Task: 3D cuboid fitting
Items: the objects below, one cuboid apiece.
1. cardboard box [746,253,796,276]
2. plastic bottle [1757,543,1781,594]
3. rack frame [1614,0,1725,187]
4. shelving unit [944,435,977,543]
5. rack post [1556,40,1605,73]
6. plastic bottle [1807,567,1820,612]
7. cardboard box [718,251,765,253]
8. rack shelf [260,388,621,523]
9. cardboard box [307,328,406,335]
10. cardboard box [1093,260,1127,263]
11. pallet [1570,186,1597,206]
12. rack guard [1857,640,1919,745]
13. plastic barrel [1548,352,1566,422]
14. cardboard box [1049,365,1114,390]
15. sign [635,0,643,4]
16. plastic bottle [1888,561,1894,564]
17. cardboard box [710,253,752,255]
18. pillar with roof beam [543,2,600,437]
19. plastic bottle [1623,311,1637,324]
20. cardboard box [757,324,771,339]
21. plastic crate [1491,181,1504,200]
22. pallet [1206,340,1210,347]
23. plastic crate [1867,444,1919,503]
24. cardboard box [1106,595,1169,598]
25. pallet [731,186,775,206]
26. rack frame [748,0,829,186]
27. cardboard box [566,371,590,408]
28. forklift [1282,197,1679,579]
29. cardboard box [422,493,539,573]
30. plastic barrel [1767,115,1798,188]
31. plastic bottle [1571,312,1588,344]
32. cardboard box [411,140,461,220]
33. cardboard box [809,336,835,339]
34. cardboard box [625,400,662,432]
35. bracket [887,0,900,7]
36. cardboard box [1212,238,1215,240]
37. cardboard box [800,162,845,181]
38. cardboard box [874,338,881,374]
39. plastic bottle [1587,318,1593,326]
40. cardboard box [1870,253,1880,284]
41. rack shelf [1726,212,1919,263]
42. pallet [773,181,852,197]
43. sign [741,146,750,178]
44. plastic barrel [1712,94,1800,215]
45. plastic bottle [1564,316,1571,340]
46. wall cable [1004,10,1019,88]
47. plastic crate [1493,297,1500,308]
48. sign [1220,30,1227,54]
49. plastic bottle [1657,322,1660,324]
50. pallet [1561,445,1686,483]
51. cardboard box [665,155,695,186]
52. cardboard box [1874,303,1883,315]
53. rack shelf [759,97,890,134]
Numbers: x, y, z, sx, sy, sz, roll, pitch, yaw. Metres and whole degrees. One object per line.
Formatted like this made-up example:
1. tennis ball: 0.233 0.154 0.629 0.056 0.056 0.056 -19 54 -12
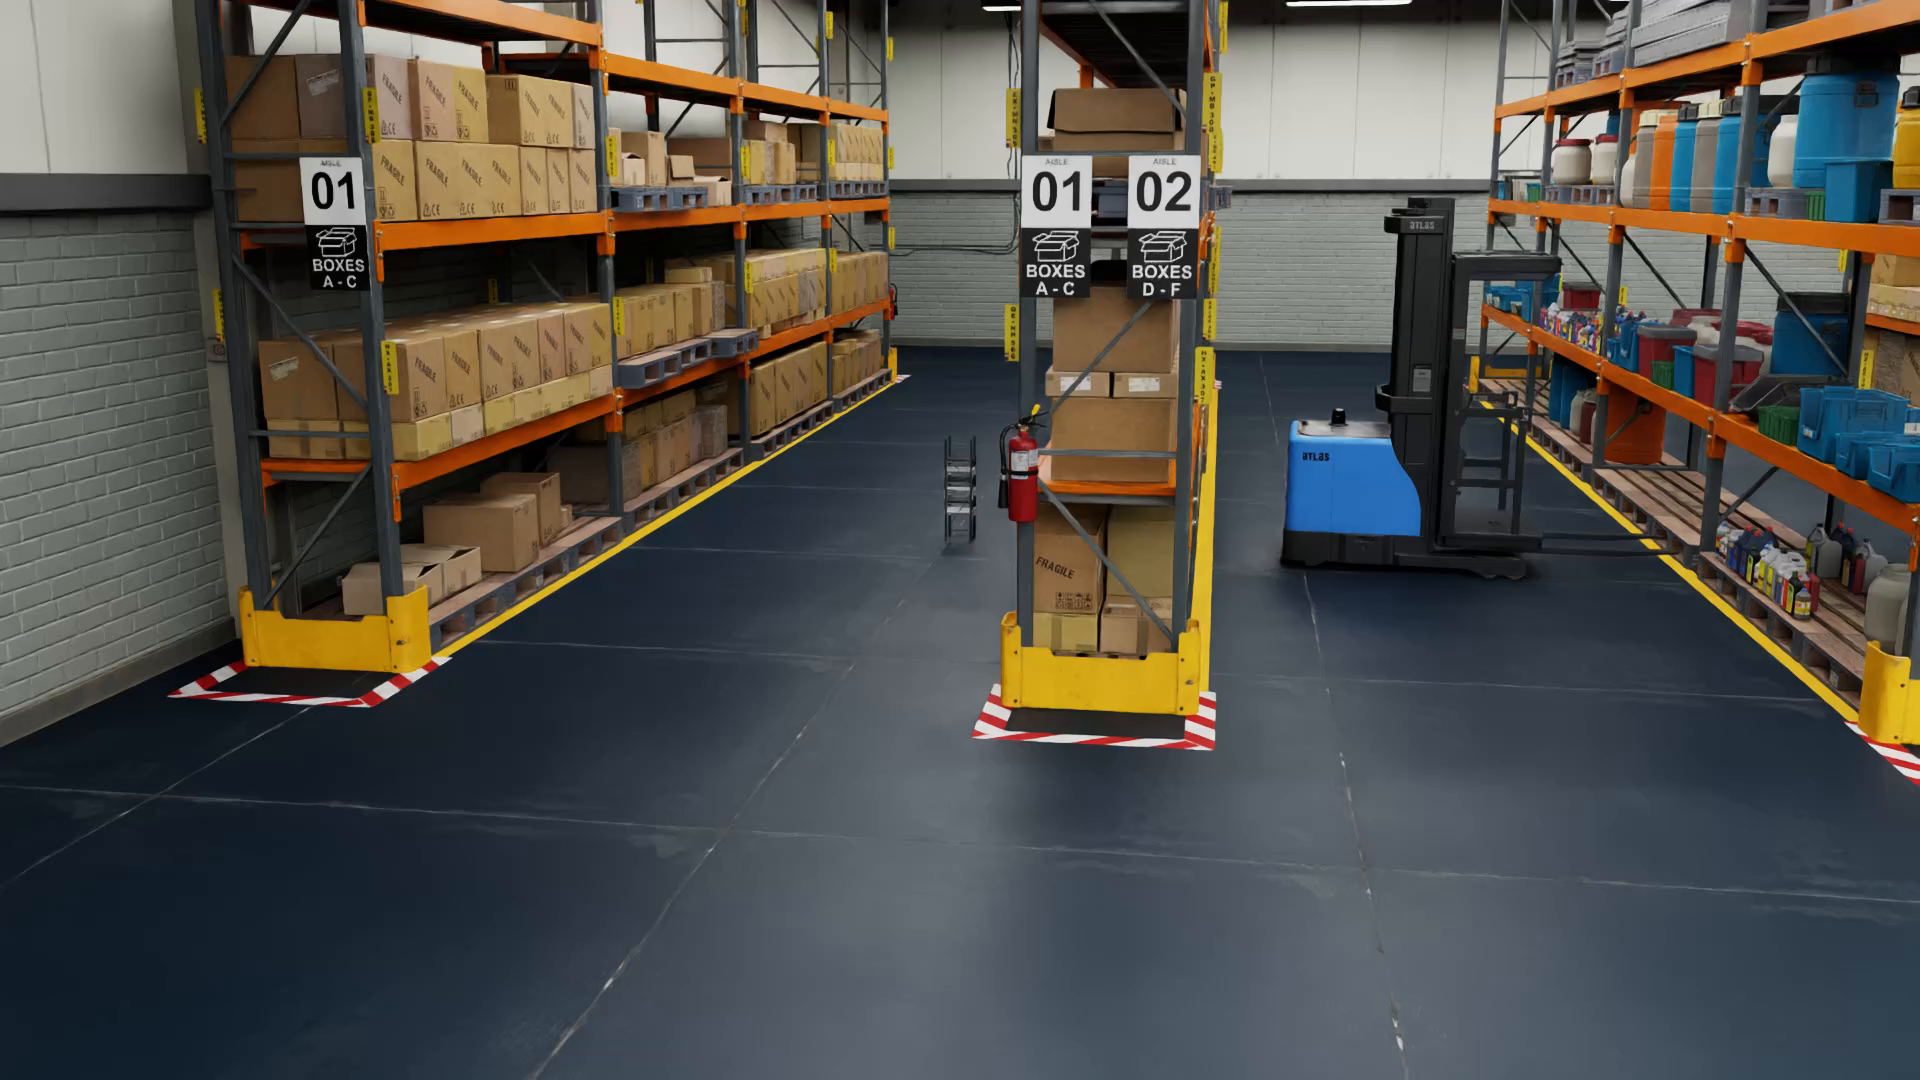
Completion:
1. cardboard box: -2.270 -3.301 19.921 0.500 0.250 0.500 2 12 7
2. plastic bottle: 5.723 0.194 11.717 0.144 0.351 0.185 2 12 8
3. rack frame: 6.967 -4.934 16.026 1.000 3.000 0.127 2 12 9
4. shelving unit: 0.001 -0.442 14.406 0.258 0.900 0.210 2 12 9
5. rack post: 7.422 -5.555 19.088 0.937 0.300 0.954 2 12 8
6. plastic bottle: 5.757 0.332 11.234 0.061 0.283 0.133 2 12 9
7. cardboard box: -2.681 -3.424 20.492 0.500 0.250 0.500 1 12 7
8. rack shelf: -3.745 -0.721 12.428 1.077 0.370 4.000 2 12 9
9. cardboard box: -4.103 -1.169 11.327 0.500 0.500 0.500 2 12 9
10. cardboard box: 1.396 -1.920 12.966 0.700 0.500 0.500 2 12 9
11. pallet: 7.387 -3.805 18.358 1.003 0.211 1.213 2 12 9
12. rack guard: 5.702 0.869 9.274 1.175 0.500 0.348 2 12 9
13. plastic barrel: 7.482 -1.900 20.175 0.600 0.901 0.708 2 12 9
14. cardboard box: 0.752 -1.003 10.251 0.380 0.149 0.250 2 12 10
15. sign: -3.371 -5.806 17.480 0.100 0.325 0.005 2 12 9
16. plastic bottle: 6.423 0.281 11.499 0.097 0.271 0.097 0 12 0
17. cardboard box: -2.766 -3.316 19.988 0.500 0.250 0.500 2 12 7
18. pillar with roof beam: 0.377 -4.872 15.742 9.100 9.000 0.400 2 12 9
19. plastic bottle: 7.424 -2.355 18.419 0.144 0.351 0.185 2 12 9
20. cardboard box: -2.371 -2.375 18.941 0.380 0.149 0.250 2 12 10
21. plastic crate: 7.863 -4.998 23.753 0.497 0.269 0.590 2 12 9
22. pallet: 2.108 -2.212 18.092 1.213 0.211 1.003 2 12 9
23. plastic crate: 5.518 -0.377 9.475 0.499 0.251 0.616 2 12 9
24. cardboard box: 1.218 0.433 10.892 0.500 0.250 0.500 2 12 9
25. pallet: -2.776 -3.832 18.481 1.213 0.211 1.003 2 12 11
26. rack frame: -2.207 -6.087 21.379 1.000 3.000 0.127 2 12 9
27. cardboard box: -3.296 -1.214 13.314 0.500 0.250 0.500 2 12 9
28. forklift: 4.189 -1.246 13.316 3.031 2.935 1.130 3 12 12
29. cardboard box: -3.607 -0.061 12.543 0.700 0.500 0.500 1 12 5
30. plastic barrel: 6.091 -2.811 12.036 0.421 0.512 0.421 0 12 0
31. plastic bottle: 6.849 -2.345 18.369 0.144 0.351 0.185 2 12 9
32. cardboard box: -3.636 -2.354 10.890 0.500 0.500 0.500 3 12 12
33. cardboard box: -2.012 -2.855 24.016 0.380 0.149 0.250 2 12 8
34. cardboard box: -3.200 -1.203 16.064 0.500 0.250 0.500 2 12 7
35. bracket: -1.252 -9.838 30.238 0.235 0.232 0.430 2 12 9
36. cardboard box: 3.197 -3.836 22.562 0.500 0.500 0.500 2 12 7
37. cardboard box: -1.840 -4.937 22.284 0.500 0.250 0.500 2 12 8
38. cardboard box: -1.601 -2.822 25.403 0.700 0.500 0.500 2 12 9
39. plastic bottle: 6.954 -2.314 18.386 0.061 0.283 0.133 2 12 9
40. cardboard box: 12.674 -3.749 22.640 0.500 0.500 0.500 2 12 7
41. rack shelf: 6.044 -1.867 10.622 1.077 0.370 4.000 2 12 9
42. pallet: -2.071 -4.747 22.493 1.003 0.211 1.213 2 12 9
43. sign: -2.286 -4.023 17.693 0.100 0.325 0.005 2 12 9
44. plastic barrel: 6.216 -2.993 12.949 0.600 0.901 0.708 2 12 9
45. plastic bottle: 6.897 -2.402 18.825 0.097 0.271 0.097 0 12 0
46. wall cable: 2.304 -8.949 30.041 3.097 2.526 0.112 2 12 9
47. plastic crate: 7.599 -3.321 23.265 0.250 0.136 0.298 2 12 9
48. sign: 3.849 -7.272 24.283 0.100 0.325 0.005 2 12 9
49. plastic bottle: 7.525 -2.213 17.947 0.097 0.271 0.097 0 12 0
50. pallet: 7.047 -0.803 17.719 1.003 0.211 1.213 2 12 9
51. cardboard box: -3.113 -3.582 16.580 0.797 0.503 0.637 4 13 17
52. cardboard box: 12.555 -3.106 22.381 0.380 0.149 0.250 2 12 8
53. rack shelf: -1.899 -5.956 23.429 1.077 0.370 4.000 2 12 9
